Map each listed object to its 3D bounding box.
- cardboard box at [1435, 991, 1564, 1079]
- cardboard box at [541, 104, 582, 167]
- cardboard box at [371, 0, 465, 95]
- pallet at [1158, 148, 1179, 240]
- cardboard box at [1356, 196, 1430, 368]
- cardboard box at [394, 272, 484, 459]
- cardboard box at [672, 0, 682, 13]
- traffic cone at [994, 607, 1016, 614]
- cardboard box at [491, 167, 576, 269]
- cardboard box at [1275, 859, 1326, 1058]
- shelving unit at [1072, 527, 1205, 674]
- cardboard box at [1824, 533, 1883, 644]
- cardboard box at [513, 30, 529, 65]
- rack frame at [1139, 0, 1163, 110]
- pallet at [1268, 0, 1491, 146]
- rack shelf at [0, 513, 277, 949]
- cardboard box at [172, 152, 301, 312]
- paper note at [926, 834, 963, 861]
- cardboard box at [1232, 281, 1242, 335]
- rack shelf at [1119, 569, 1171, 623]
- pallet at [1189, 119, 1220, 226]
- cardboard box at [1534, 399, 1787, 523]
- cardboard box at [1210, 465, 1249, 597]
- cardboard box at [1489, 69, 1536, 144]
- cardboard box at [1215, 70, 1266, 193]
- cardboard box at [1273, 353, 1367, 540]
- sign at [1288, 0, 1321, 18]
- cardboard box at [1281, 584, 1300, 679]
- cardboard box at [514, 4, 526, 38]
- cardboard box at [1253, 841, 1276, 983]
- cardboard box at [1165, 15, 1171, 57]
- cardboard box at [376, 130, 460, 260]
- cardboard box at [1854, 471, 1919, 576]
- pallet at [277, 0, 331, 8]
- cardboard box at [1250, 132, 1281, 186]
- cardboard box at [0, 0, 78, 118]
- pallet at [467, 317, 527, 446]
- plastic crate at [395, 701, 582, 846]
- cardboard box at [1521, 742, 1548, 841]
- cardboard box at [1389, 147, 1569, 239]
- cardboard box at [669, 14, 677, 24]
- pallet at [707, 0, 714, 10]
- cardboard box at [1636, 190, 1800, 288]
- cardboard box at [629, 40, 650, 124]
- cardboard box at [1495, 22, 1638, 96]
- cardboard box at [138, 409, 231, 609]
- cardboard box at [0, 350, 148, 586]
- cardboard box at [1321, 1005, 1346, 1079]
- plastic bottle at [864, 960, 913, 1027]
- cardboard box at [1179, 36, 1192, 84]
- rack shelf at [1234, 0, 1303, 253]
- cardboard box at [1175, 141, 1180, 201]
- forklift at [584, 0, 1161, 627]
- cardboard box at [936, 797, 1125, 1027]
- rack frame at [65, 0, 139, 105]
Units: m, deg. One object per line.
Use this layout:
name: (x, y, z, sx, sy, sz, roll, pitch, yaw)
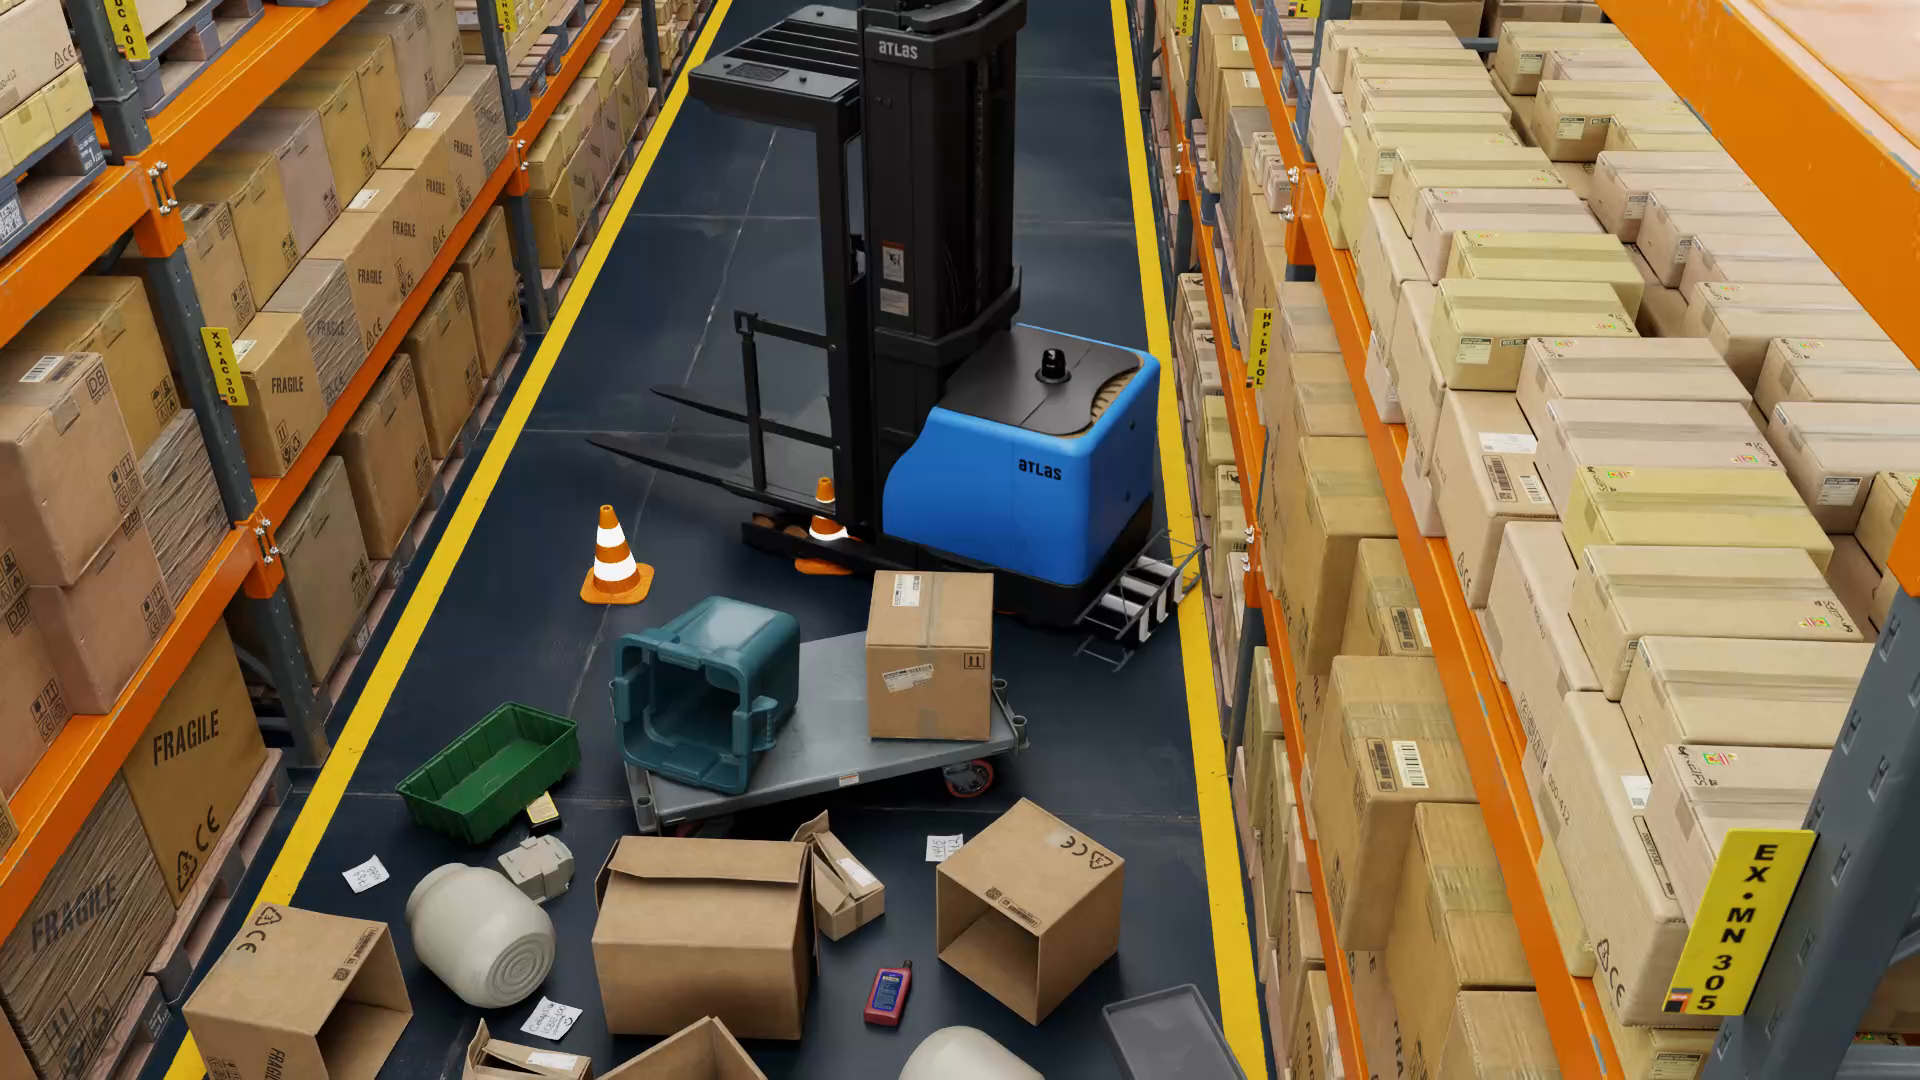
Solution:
cardboard box: (1.305, 1.216, 3.141, 0.700, 0.500, 0.500, 1, 35, 1)
cardboard box: (-2.836, -2.704, 11.091, 0.500, 0.250, 0.500, 1, 35, 1)
cardboard box: (-3.154, -2.759, 9.056, 0.700, 0.500, 0.500, 1, 35, 2)
pallet: (1.983, -2.519, 12.097, 1.003, 0.211, 1.213, 1, 35, 2)
cardboard box: (1.328, -0.669, 4.302, 0.500, 0.250, 0.500, 2, 35, 2)
cardboard box: (-3.272, -0.967, 9.055, 1.050, 0.750, 0.750, 2, 35, 3)
cardboard box: (-2.688, -4.793, 14.763, 0.380, 0.149, 0.250, 3, 35, 4)
traffic cone: (0.314, 0.081, 8.178, 0.336, 0.463, 0.334, 1, 35, 2)
cardboard box: (-2.843, -2.116, 10.906, 0.500, 0.500, 0.500, 0, 35, 0)
cardboard box: (1.338, 1.373, 5.507, 0.500, 0.500, 0.500, 3, 35, 4)
shelving unit: (0.879, 0.282, 8.098, 0.258, 0.210, 0.900, 20, 41, 26)
cardboard box: (1.819, 0.227, 3.027, 0.500, 0.250, 0.500, 1, 35, 1)
cardboard box: (-2.895, -3.042, 10.268, 0.380, 0.149, 0.250, 3, 35, 4)
rack frame: (1.985, -4.808, 12.928, 1.000, 3.000, 0.127, 1, 35, 2)
pallet: (1.795, -1.714, 6.081, 1.213, 0.211, 1.003, 1, 35, 2)
rack shelf: (-3.367, 1.175, 5.040, 1.077, 0.370, 4.000, 1, 35, 2)
cardboard box: (-3.254, -1.299, 6.979, 0.700, 0.500, 0.500, 1, 35, 1)
paper note: (-0.062, 1.268, 6.865, 0.148, 0.019, 0.142, 1, 35, 2)
cardboard box: (1.418, -1.029, 7.405, 0.380, 0.149, 0.250, 2, 35, 2)
rack shelf: (0.897, 0.266, 8.120, 0.258, 0.200, 0.077, 20, 41, 26)
pallet: (1.902, -2.020, 9.127, 1.213, 0.211, 1.003, 1, 35, 2)
cardboard box: (1.341, -0.145, 3.209, 0.380, 0.149, 0.250, 1, 35, 2)
cardboard box: (1.708, -0.023, 8.040, 0.950, 0.372, 0.625, 3, 35, 5)
cardboard box: (1.915, -1.239, 5.112, 0.500, 0.250, 0.500, 1, 35, 1)
cardboard box: (1.546, -1.986, 8.203, 0.500, 0.500, 0.500, 2, 35, 3)
cardboard box: (1.387, -0.243, 5.217, 0.700, 0.500, 0.500, 2, 35, 2)
sign: (1.109, -1.822, 5.279, 0.100, 0.325, 0.005, 1, 35, 2)
cardboard box: (1.370, 0.161, 5.512, 0.500, 0.500, 0.500, 1, 35, 2)
cardboard box: (-2.897, -3.186, 10.215, 0.380, 0.149, 0.250, 3, 35, 4)
cardboard box: (1.360, 1.381, 6.148, 0.500, 0.250, 0.500, 3, 35, 5)
cardboard box: (1.626, -3.328, 10.953, 0.500, 0.250, 0.500, 1, 35, 1)
cardboard box: (-2.917, -1.768, 8.516, 0.500, 0.500, 0.500, 1, 35, 1)
cardboard box: (1.871, 0.006, 2.994, 0.380, 0.149, 0.250, 1, 35, 2)
pallet: (-3.141, -2.702, 7.488, 1.003, 0.211, 1.213, 3, 35, 4)
cardboard box: (1.459, -1.636, 7.140, 0.380, 0.149, 0.250, 0, 35, 0)
cardboard box: (-3.050, -1.480, 5.003, 0.500, 0.250, 0.500, 1, 35, 1)
pallet: (-3.233, -0.974, 9.898, 1.003, 0.211, 1.213, 1, 35, 2)
plastic crate: (-1.985, 0.989, 7.075, 0.450, 0.188, 0.662, 11, 35, 32)
cardboard box: (1.260, 0.455, 3.050, 0.380, 0.149, 0.250, 2, 35, 3)
cardboard box: (1.327, -0.894, 4.275, 0.380, 0.149, 0.250, 0, 35, 0)
cardboard box: (-2.701, -4.515, 14.626, 0.380, 0.149, 0.250, 1, 35, 1)
pallet: (-2.876, -5.512, 16.355, 1.003, 0.211, 1.213, 1, 35, 2)
cardboard box: (1.884, -0.728, 4.040, 0.380, 0.149, 0.250, 2, 35, 2)
cardboard box: (-2.743, -3.582, 12.993, 0.500, 0.500, 0.500, 1, 35, 1)
cardboard box: (1.869, -1.475, 5.103, 0.380, 0.149, 0.250, 2, 35, 3)
cardboard box: (-3.289, -0.117, 6.123, 0.875, 0.550, 0.550, 1, 35, 2)
cardboard box: (-3.242, -0.241, 5.361, 0.875, 0.550, 0.550, 1, 35, 2)
cardboard box: (1.248, 1.493, 4.773, 0.380, 0.149, 0.250, 3, 35, 4)
plastic bottle: (-0.262, 1.688, 6.240, 0.133, 0.061, 0.283, 7, 36, 10)
cardboard box: (1.590, -2.937, 9.962, 0.500, 0.250, 0.500, 1, 35, 2)
rack shelf: (1.744, -2.294, 7.368, 1.077, 0.370, 4.000, 1, 35, 2)
cardboard box: (1.975, -2.720, 11.440, 0.875, 0.875, 0.875, 2, 35, 2)
forklift: (-0.557, -1.359, 8.080, 3.031, 2.935, 1.130, 16, 38, 21)
cardboard box: (0.261, 1.394, 6.275, 0.500, 0.500, 0.500, 28, 44, 33)
rack frame: (-3.287, -2.723, 4.743, 1.000, 3.000, 0.127, 1, 35, 2)
